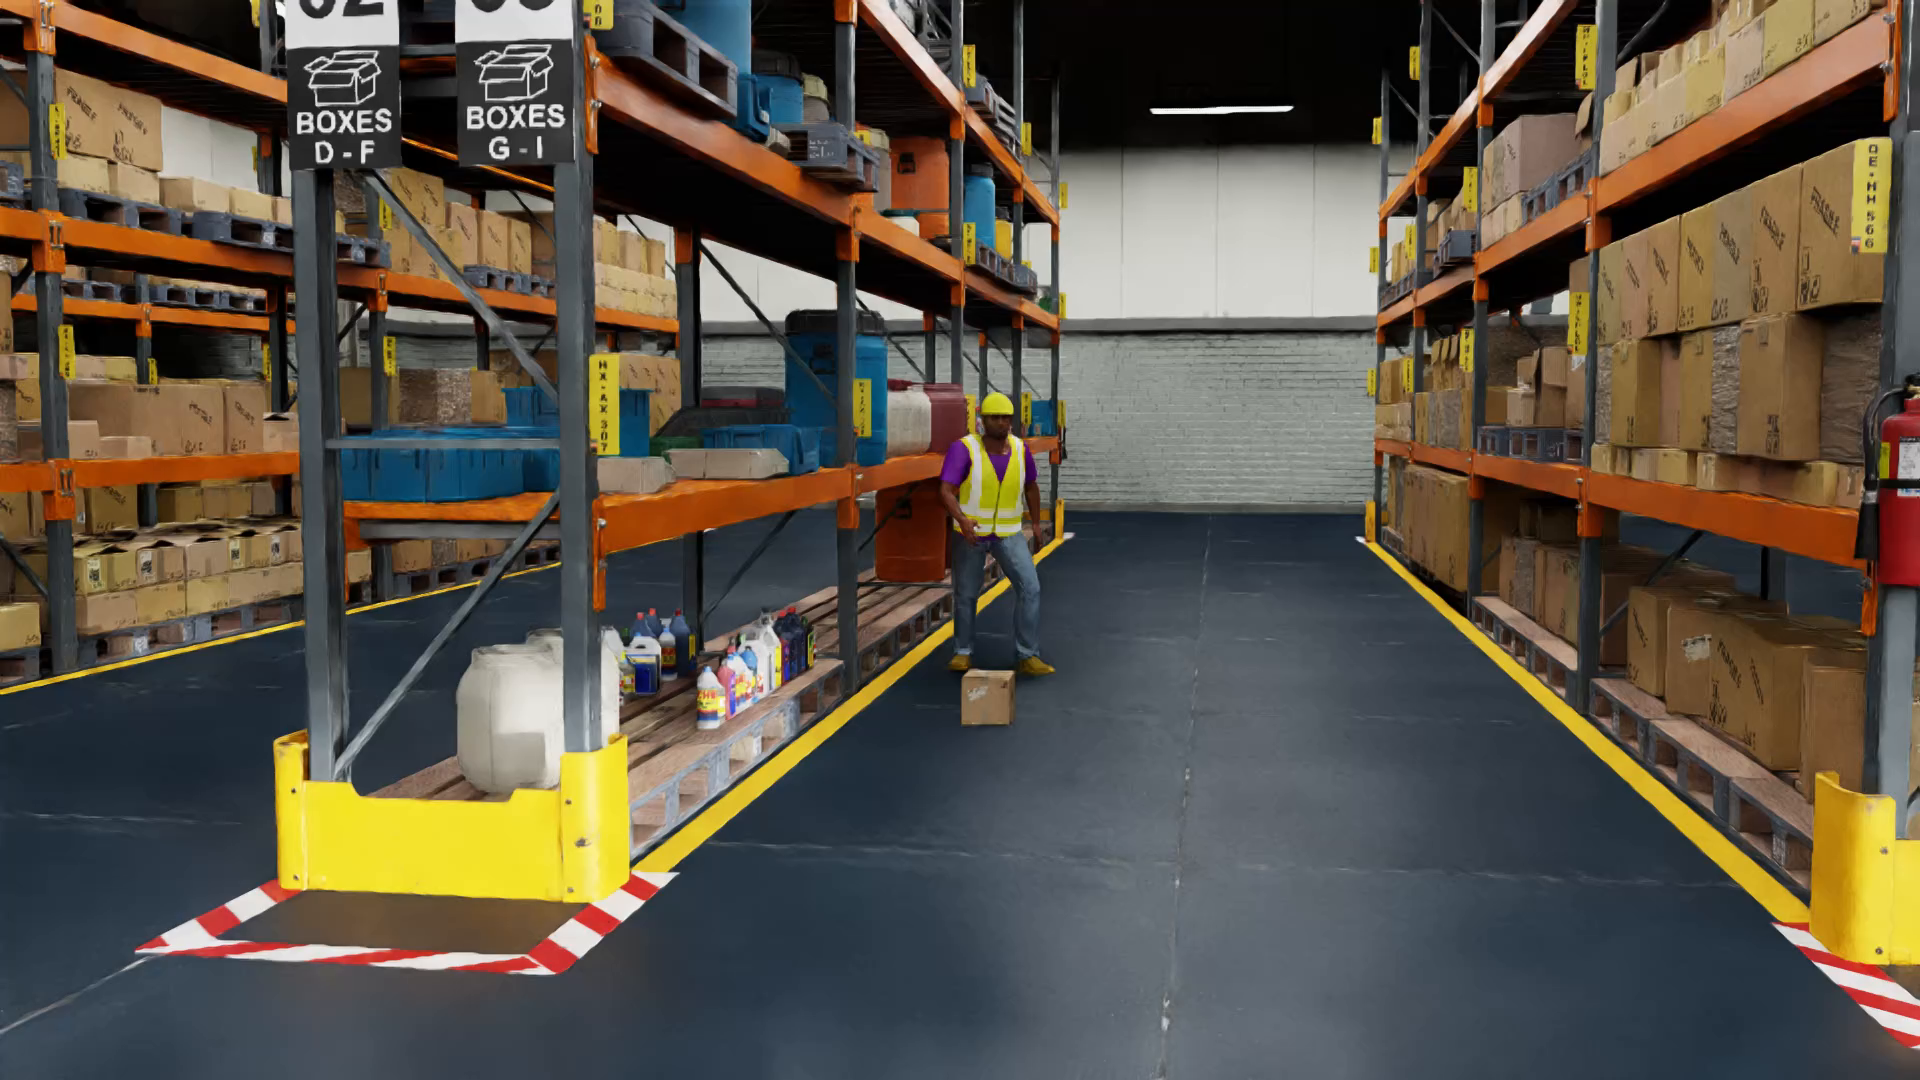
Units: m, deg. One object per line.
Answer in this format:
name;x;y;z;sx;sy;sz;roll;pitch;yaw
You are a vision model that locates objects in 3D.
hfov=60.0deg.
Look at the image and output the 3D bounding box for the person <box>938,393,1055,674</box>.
person;0.199;-0.037;10.139;0.705;1.716;0.736;-1;5;-13
